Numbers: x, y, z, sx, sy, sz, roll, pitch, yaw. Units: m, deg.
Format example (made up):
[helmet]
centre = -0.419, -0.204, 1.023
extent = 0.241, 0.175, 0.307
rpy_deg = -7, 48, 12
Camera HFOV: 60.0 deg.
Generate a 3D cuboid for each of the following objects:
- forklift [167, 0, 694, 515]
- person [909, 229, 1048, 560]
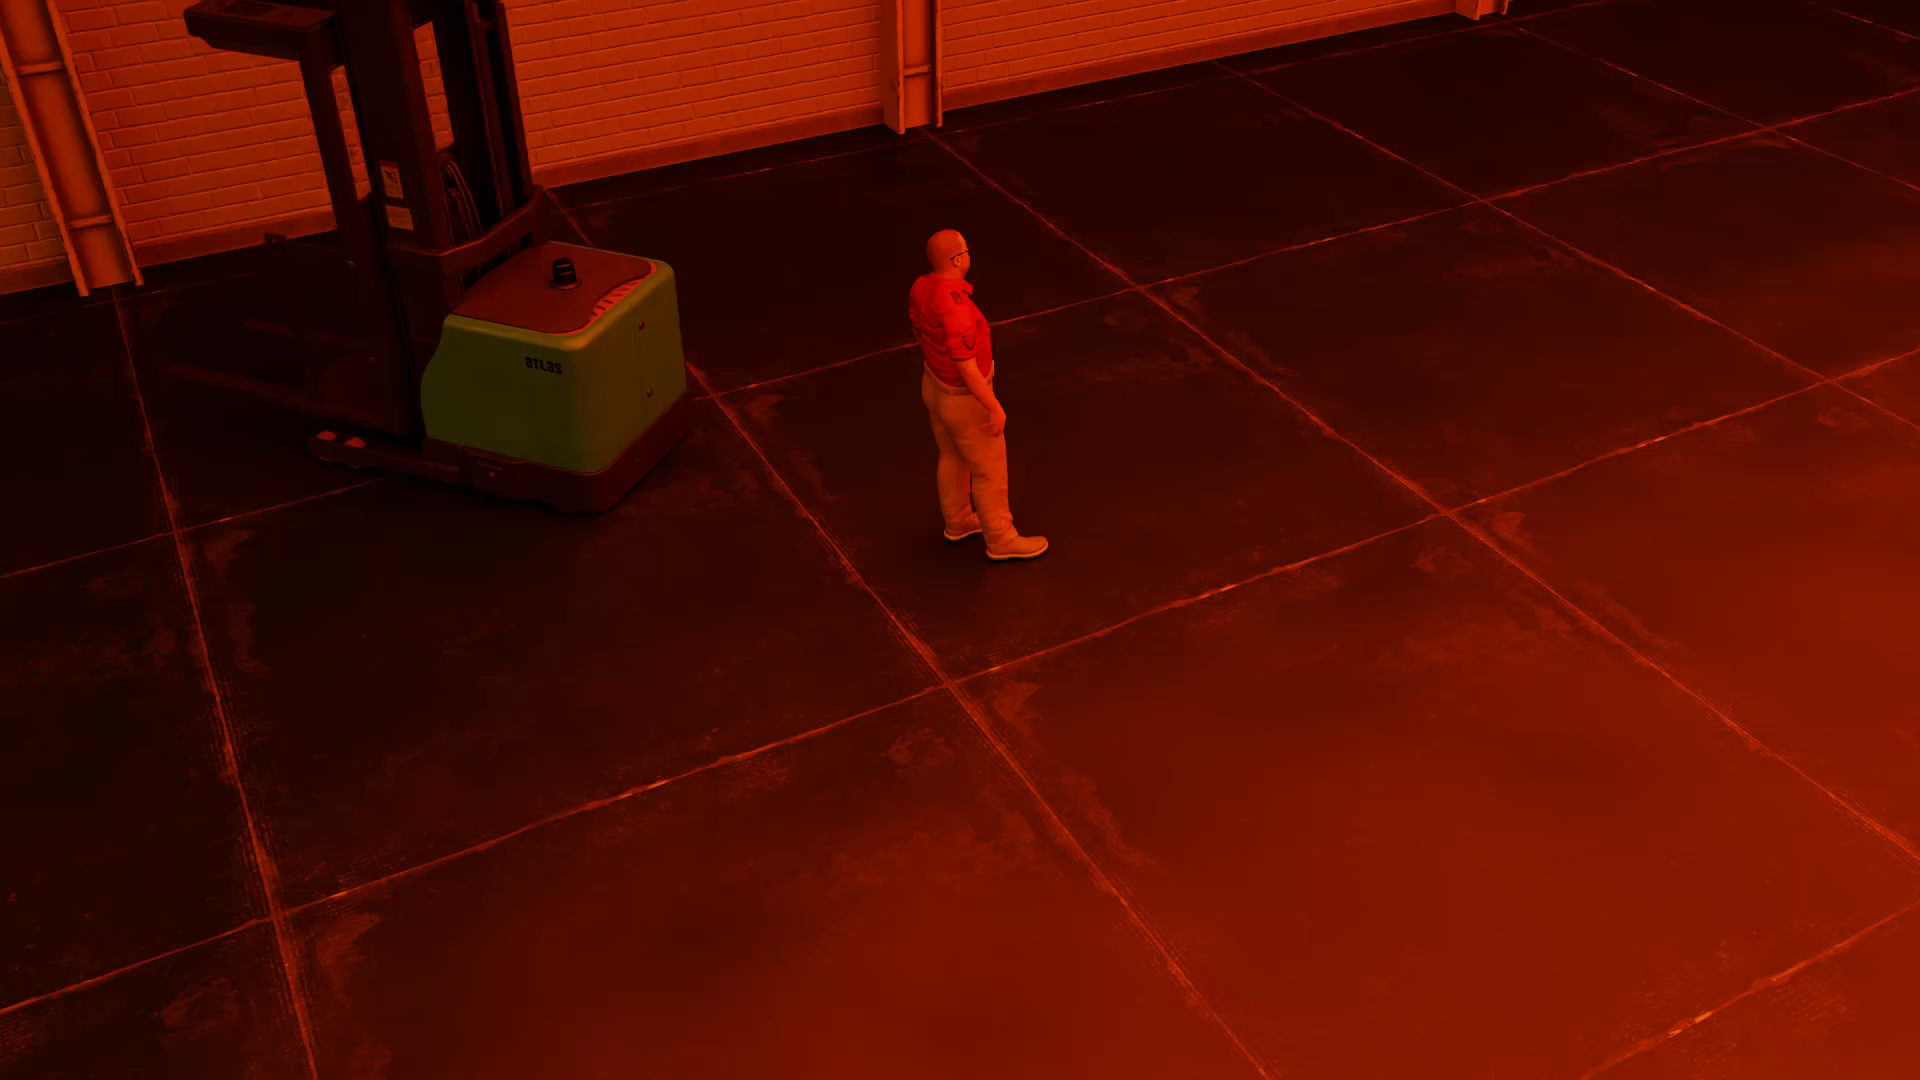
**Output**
[forklift]
centre = -3.087, -1.863, 8.759
extent = 3.031, 2.935, 1.130
rpy_deg = 13, 37, 17
[person]
centre = 0.085, -0.730, 8.185
extent = 0.550, 1.727, 0.640
rpy_deg = -17, 39, -23
